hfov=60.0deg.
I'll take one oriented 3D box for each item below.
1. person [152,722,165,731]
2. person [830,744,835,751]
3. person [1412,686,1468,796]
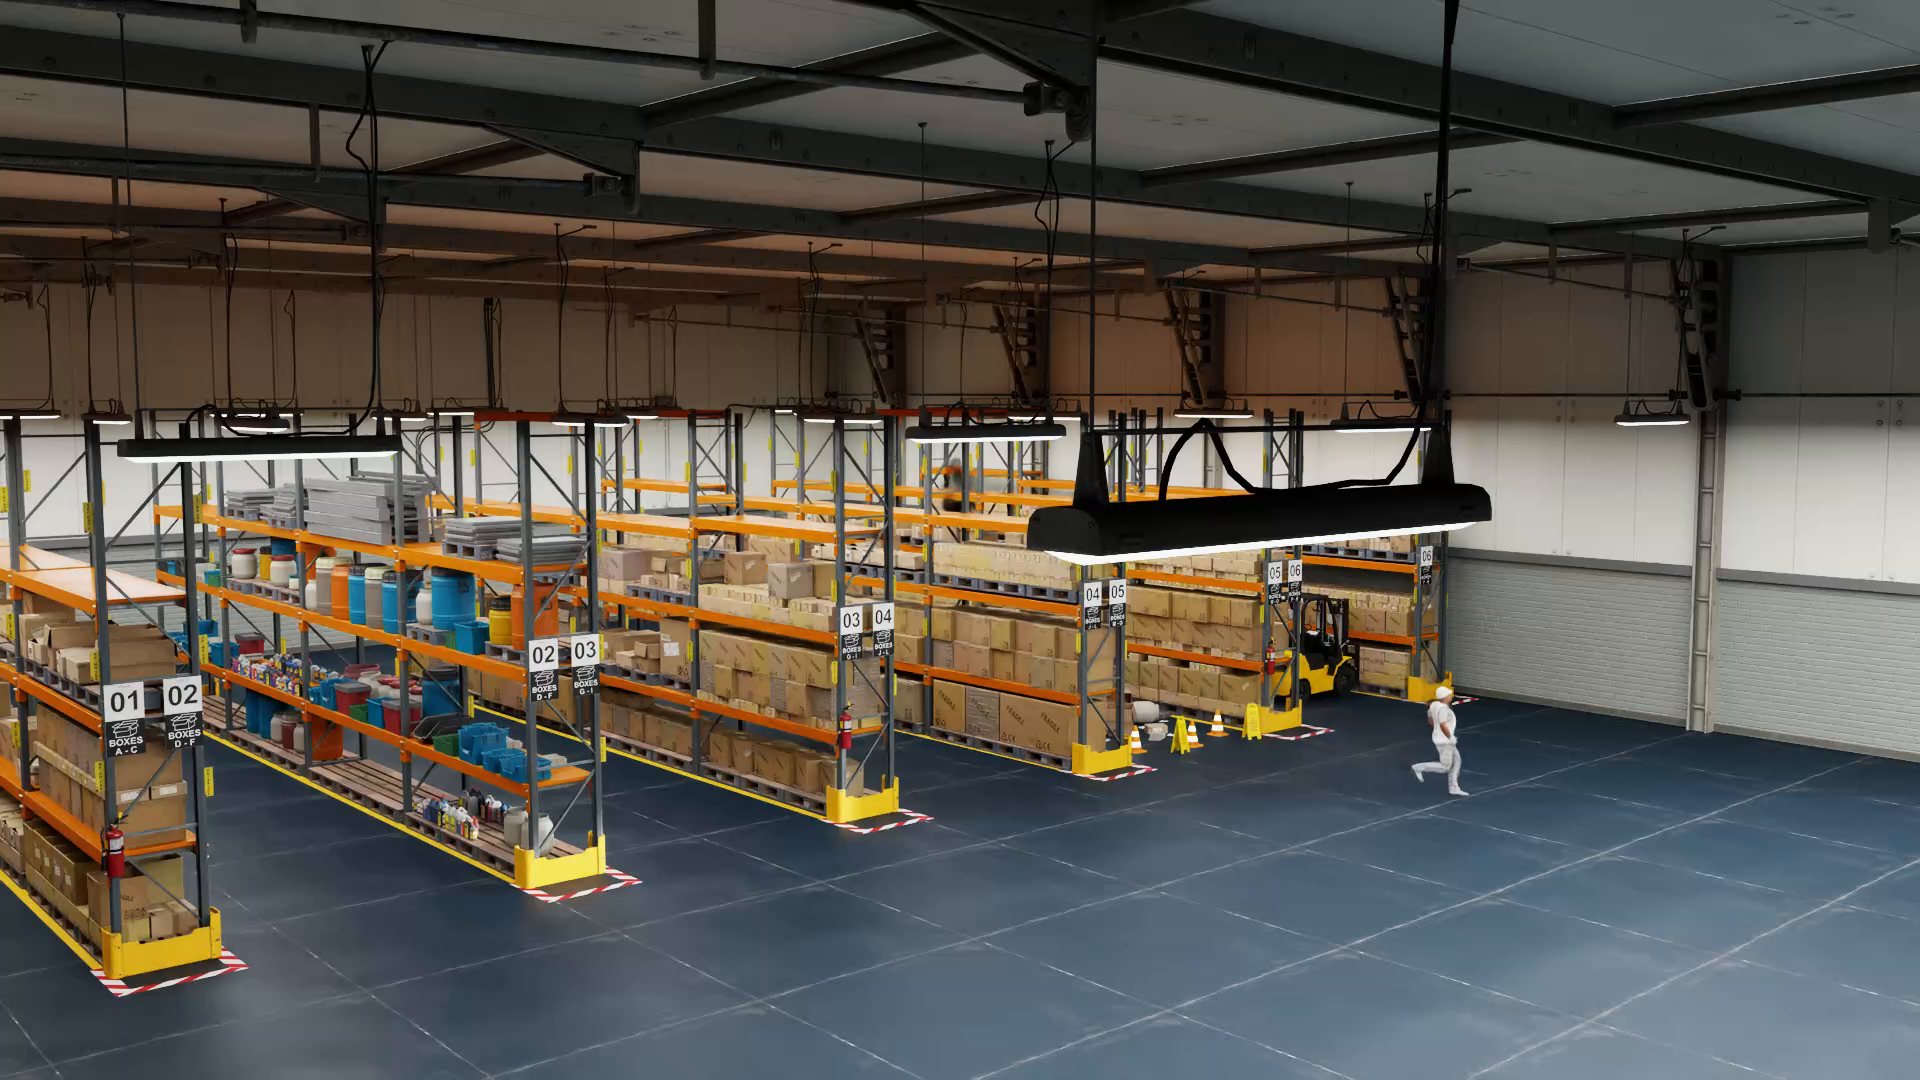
[{"bbox_3d":[-13.733,2.949,28.475,0.782,1.757,0.663,5,7,42],"label":"person"},{"bbox_3d":[-2.314,2.851,29.628,0.657,1.780,0.773,-5,7,-43],"label":"person"},{"bbox_3d":[7.591,3.179,26.255,0.898,1.750,0.676,1,5,7],"label":"person"}]
